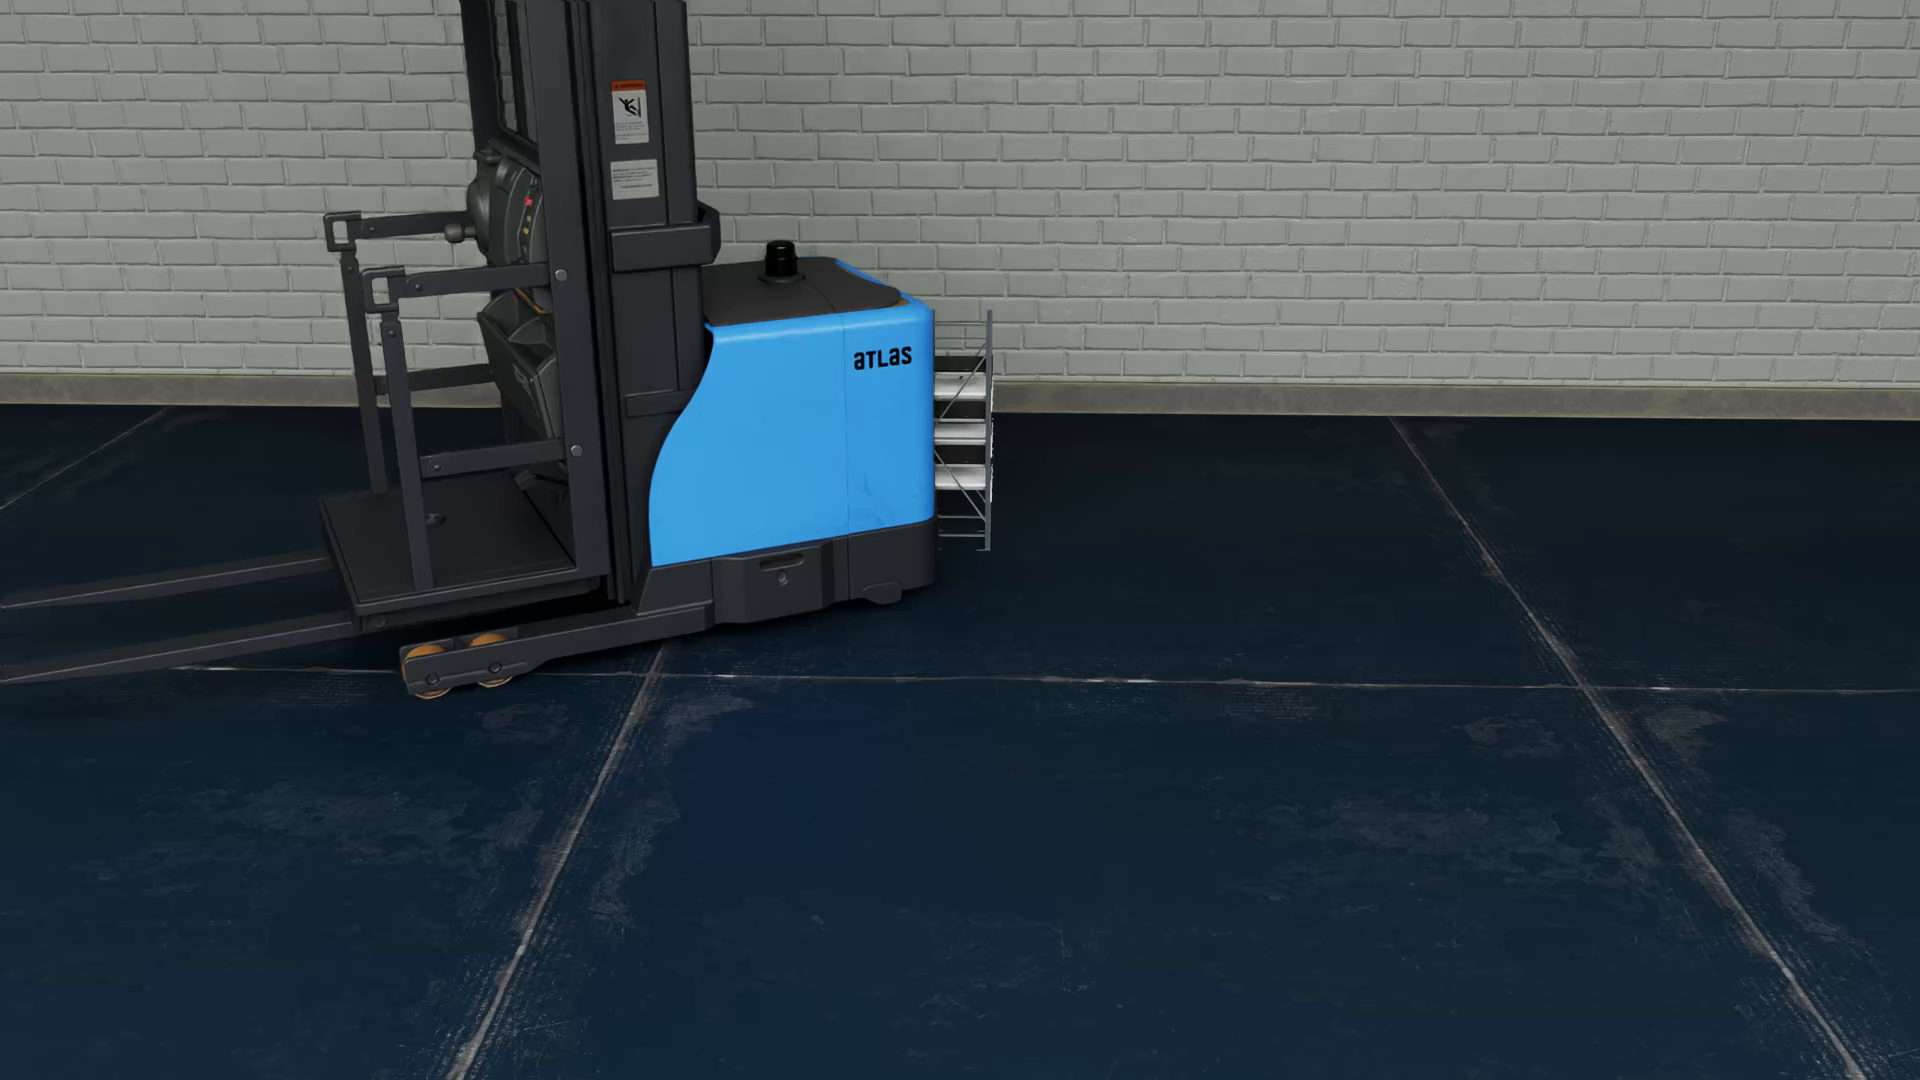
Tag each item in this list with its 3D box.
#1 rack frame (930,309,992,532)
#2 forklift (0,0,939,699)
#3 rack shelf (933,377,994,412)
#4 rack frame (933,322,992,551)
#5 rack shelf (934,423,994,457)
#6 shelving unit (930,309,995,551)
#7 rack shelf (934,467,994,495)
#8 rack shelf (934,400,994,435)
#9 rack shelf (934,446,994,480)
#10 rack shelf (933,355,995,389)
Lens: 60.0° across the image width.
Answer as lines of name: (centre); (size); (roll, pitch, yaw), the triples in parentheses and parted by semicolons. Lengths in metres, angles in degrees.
rack frame: (0.003, -0.453, 6.453); (0.240, 0.900, 0.006); (1, 21, 2)
forklift: (-1.634, -1.084, 5.271); (3.031, 2.935, 1.130); (-10, 23, -24)
rack shelf: (0.000, -0.553, 6.306); (0.258, 0.077, 0.200); (1, 21, 2)
rack frame: (-0.003, -0.380, 6.264); (0.240, 0.900, 0.006); (1, 21, 2)
rack shelf: (0.000, -0.386, 6.371); (0.258, 0.077, 0.200); (1, 21, 2)
shelving unit: (0.000, -0.417, 6.359); (0.258, 0.900, 0.210); (1, 21, 2)
rack shelf: (0.000, -0.218, 6.436); (0.258, 0.077, 0.200); (1, 21, 2)
rack shelf: (0.000, -0.469, 6.338); (0.258, 0.077, 0.200); (1, 21, 2)
rack shelf: (0.000, -0.302, 6.403); (0.258, 0.077, 0.200); (1, 21, 2)
rack shelf: (0.000, -0.637, 6.273); (0.258, 0.077, 0.200); (1, 21, 2)
